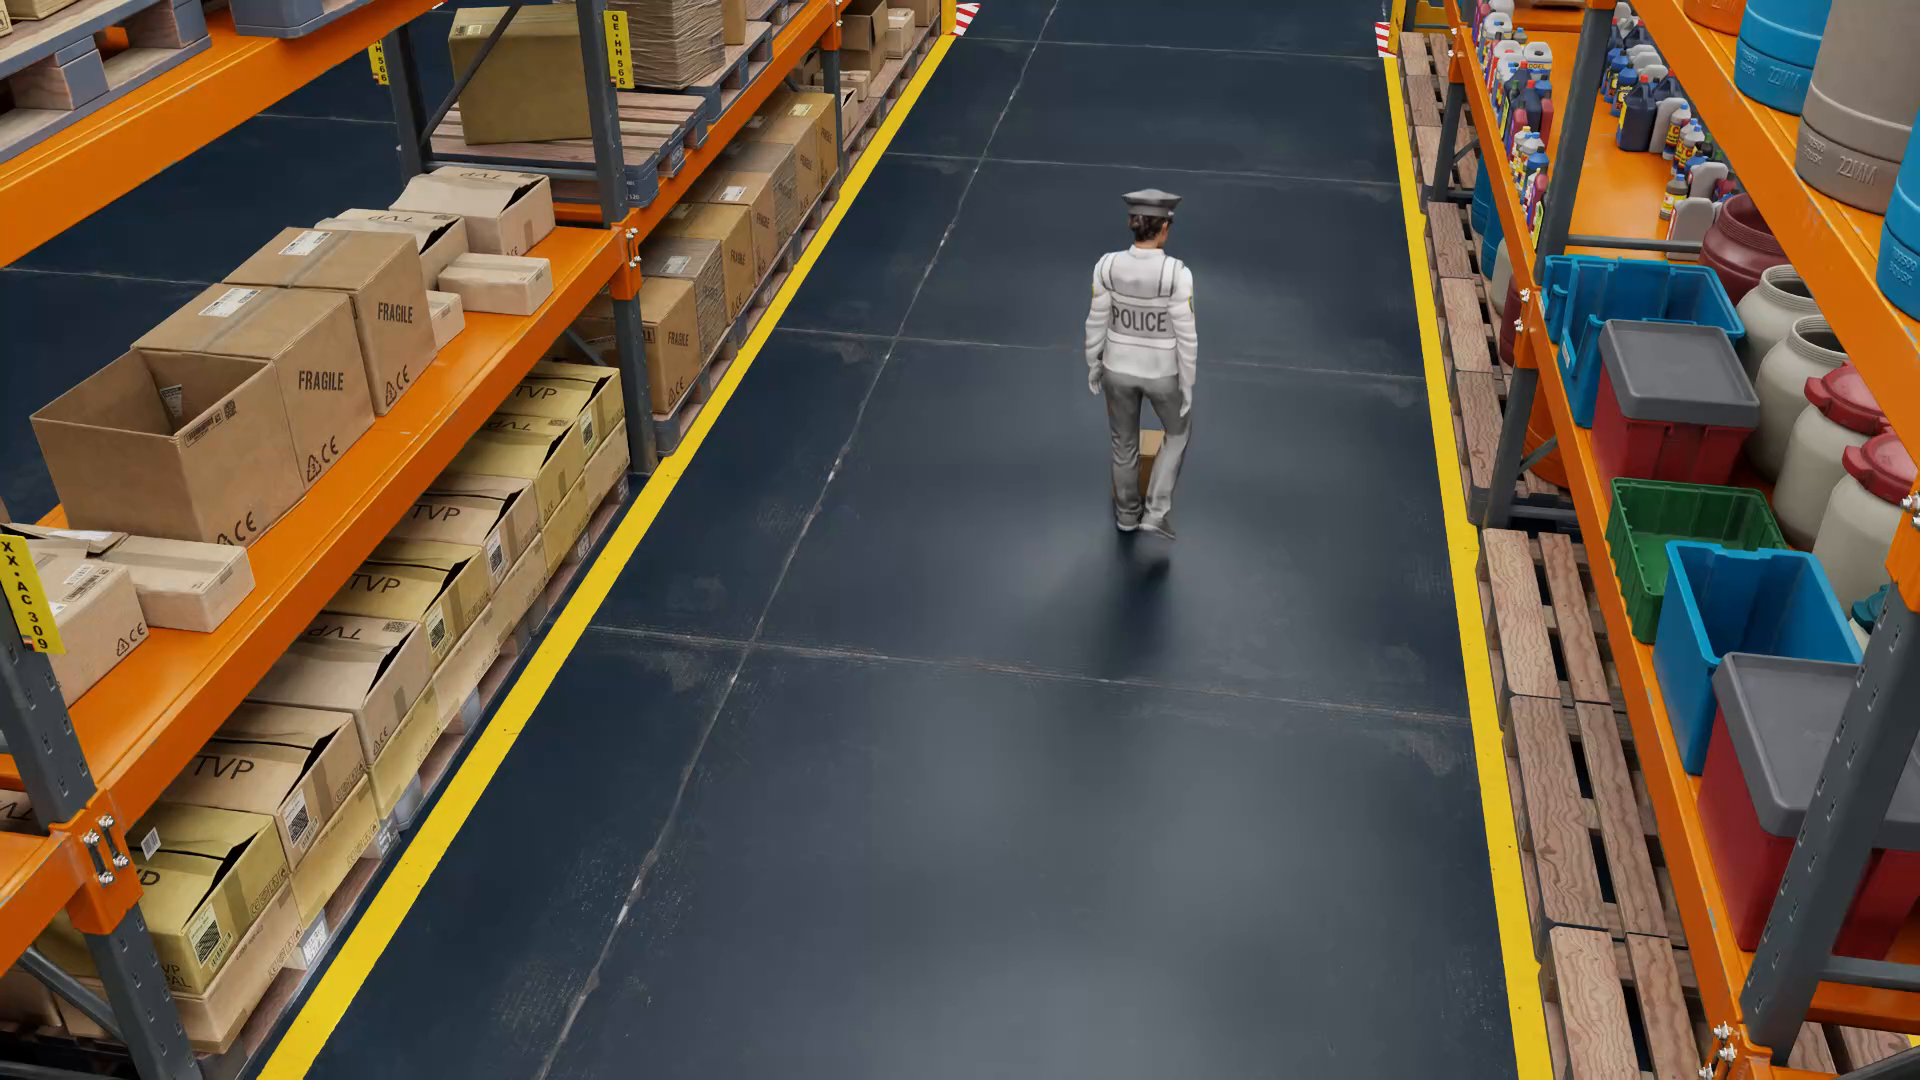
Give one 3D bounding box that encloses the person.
[{"bbox_3d":[0.796,-0.737,7.261,0.502,1.656,0.511,10,34,15],"label":"person"}]
